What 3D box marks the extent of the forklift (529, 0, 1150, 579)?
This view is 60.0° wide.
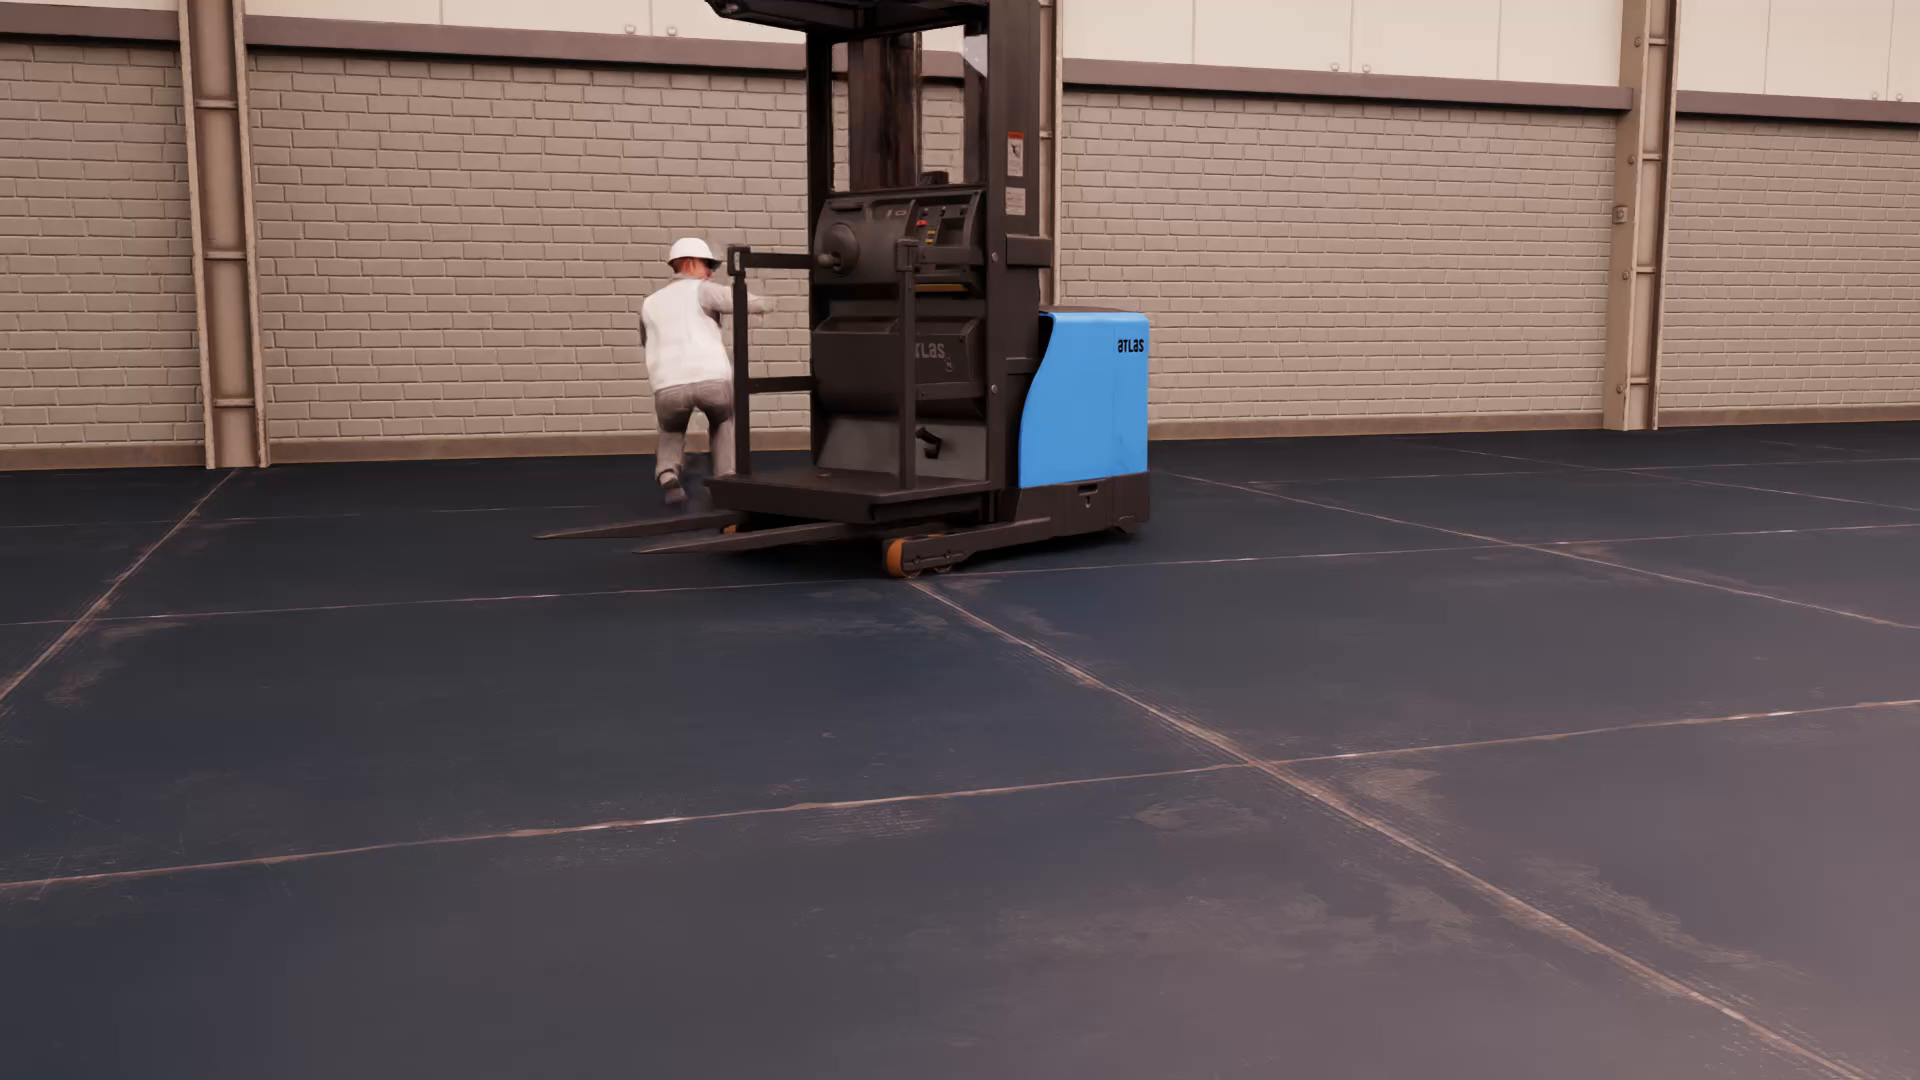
[{"bbox_3d":[-0.418,-1.370,7.123,1.130,2.935,3.031,7,10,40],"label":"forklift"}]

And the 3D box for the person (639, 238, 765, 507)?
[{"bbox_3d":[-1.450,-0.948,9.401,0.767,1.497,0.957,0,8,3],"label":"person"}]
